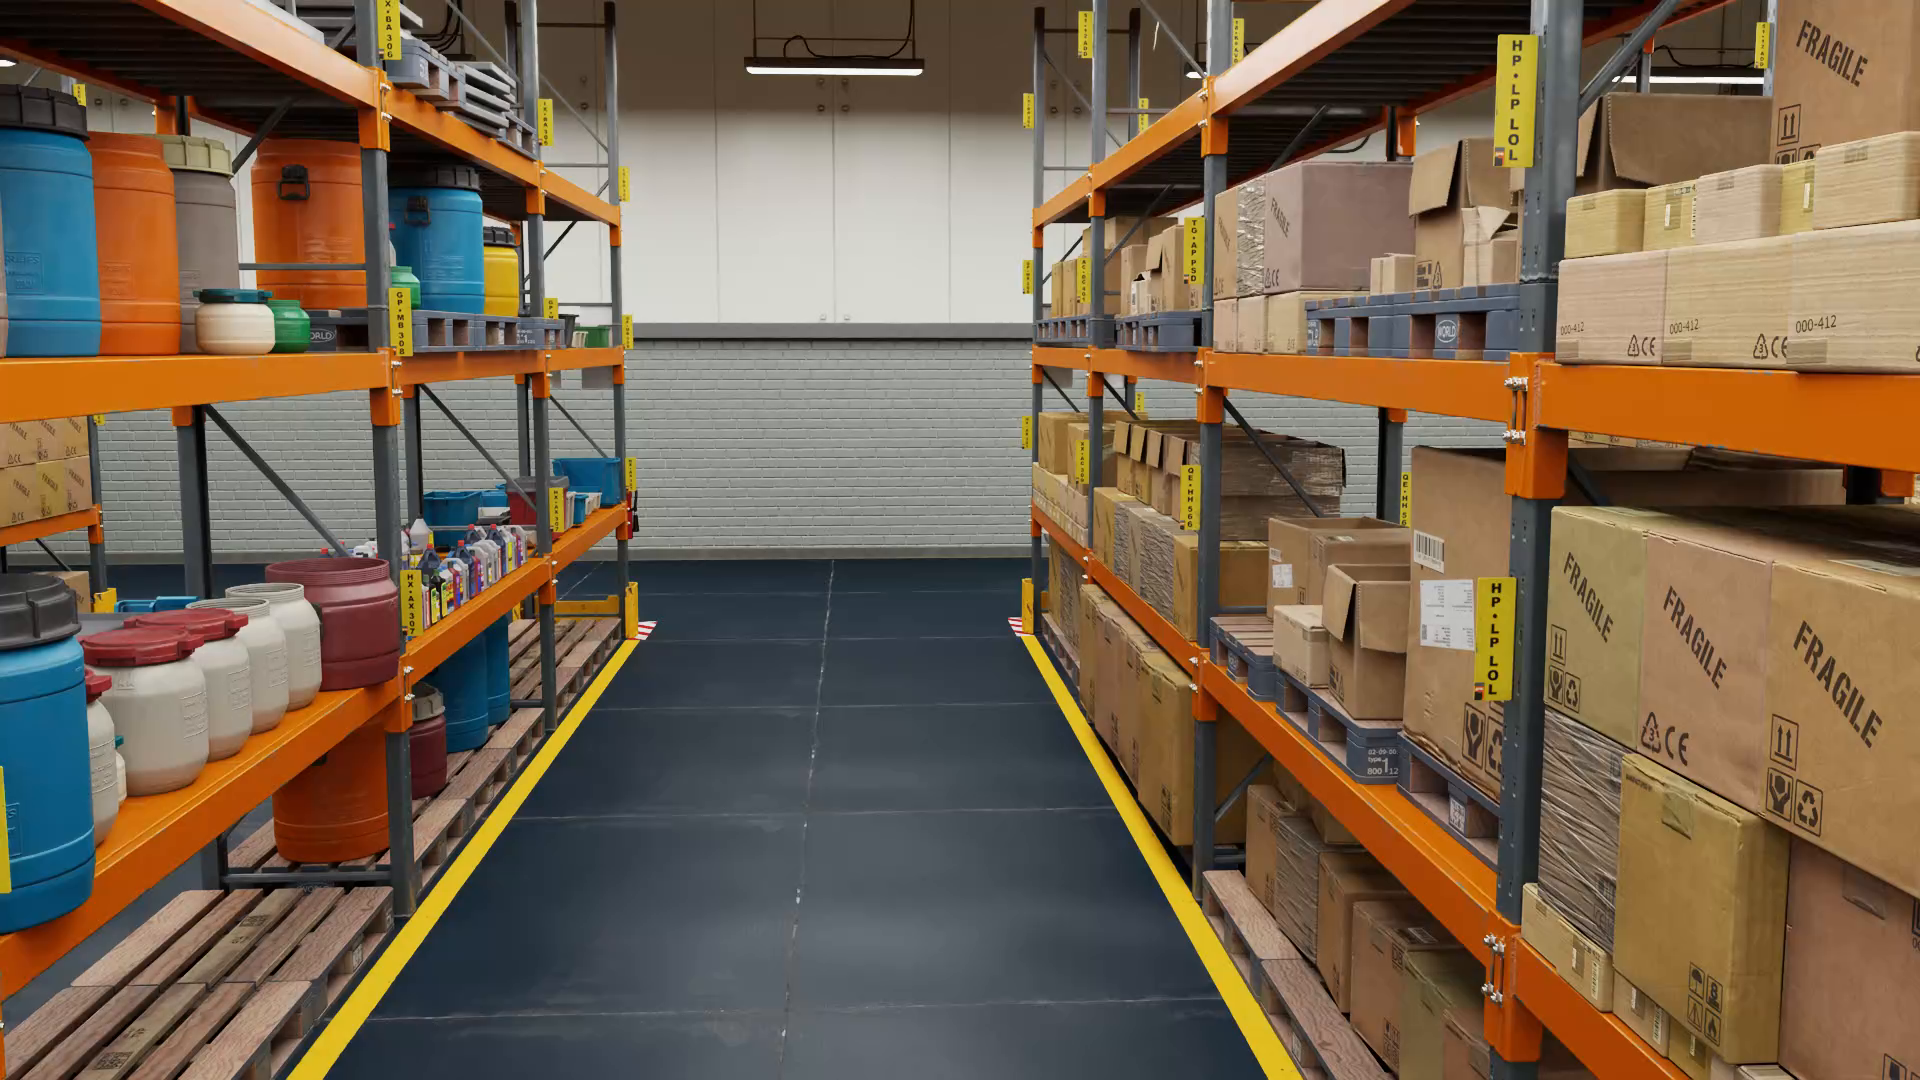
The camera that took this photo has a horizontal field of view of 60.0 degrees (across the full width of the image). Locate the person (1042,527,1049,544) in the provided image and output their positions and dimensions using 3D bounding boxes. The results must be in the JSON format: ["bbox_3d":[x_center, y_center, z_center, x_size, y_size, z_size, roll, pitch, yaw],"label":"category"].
[{"bbox_3d":[1.066,-0.101,17.479,0.468,1.770,0.579,0,7,-4],"label":"person"}]
